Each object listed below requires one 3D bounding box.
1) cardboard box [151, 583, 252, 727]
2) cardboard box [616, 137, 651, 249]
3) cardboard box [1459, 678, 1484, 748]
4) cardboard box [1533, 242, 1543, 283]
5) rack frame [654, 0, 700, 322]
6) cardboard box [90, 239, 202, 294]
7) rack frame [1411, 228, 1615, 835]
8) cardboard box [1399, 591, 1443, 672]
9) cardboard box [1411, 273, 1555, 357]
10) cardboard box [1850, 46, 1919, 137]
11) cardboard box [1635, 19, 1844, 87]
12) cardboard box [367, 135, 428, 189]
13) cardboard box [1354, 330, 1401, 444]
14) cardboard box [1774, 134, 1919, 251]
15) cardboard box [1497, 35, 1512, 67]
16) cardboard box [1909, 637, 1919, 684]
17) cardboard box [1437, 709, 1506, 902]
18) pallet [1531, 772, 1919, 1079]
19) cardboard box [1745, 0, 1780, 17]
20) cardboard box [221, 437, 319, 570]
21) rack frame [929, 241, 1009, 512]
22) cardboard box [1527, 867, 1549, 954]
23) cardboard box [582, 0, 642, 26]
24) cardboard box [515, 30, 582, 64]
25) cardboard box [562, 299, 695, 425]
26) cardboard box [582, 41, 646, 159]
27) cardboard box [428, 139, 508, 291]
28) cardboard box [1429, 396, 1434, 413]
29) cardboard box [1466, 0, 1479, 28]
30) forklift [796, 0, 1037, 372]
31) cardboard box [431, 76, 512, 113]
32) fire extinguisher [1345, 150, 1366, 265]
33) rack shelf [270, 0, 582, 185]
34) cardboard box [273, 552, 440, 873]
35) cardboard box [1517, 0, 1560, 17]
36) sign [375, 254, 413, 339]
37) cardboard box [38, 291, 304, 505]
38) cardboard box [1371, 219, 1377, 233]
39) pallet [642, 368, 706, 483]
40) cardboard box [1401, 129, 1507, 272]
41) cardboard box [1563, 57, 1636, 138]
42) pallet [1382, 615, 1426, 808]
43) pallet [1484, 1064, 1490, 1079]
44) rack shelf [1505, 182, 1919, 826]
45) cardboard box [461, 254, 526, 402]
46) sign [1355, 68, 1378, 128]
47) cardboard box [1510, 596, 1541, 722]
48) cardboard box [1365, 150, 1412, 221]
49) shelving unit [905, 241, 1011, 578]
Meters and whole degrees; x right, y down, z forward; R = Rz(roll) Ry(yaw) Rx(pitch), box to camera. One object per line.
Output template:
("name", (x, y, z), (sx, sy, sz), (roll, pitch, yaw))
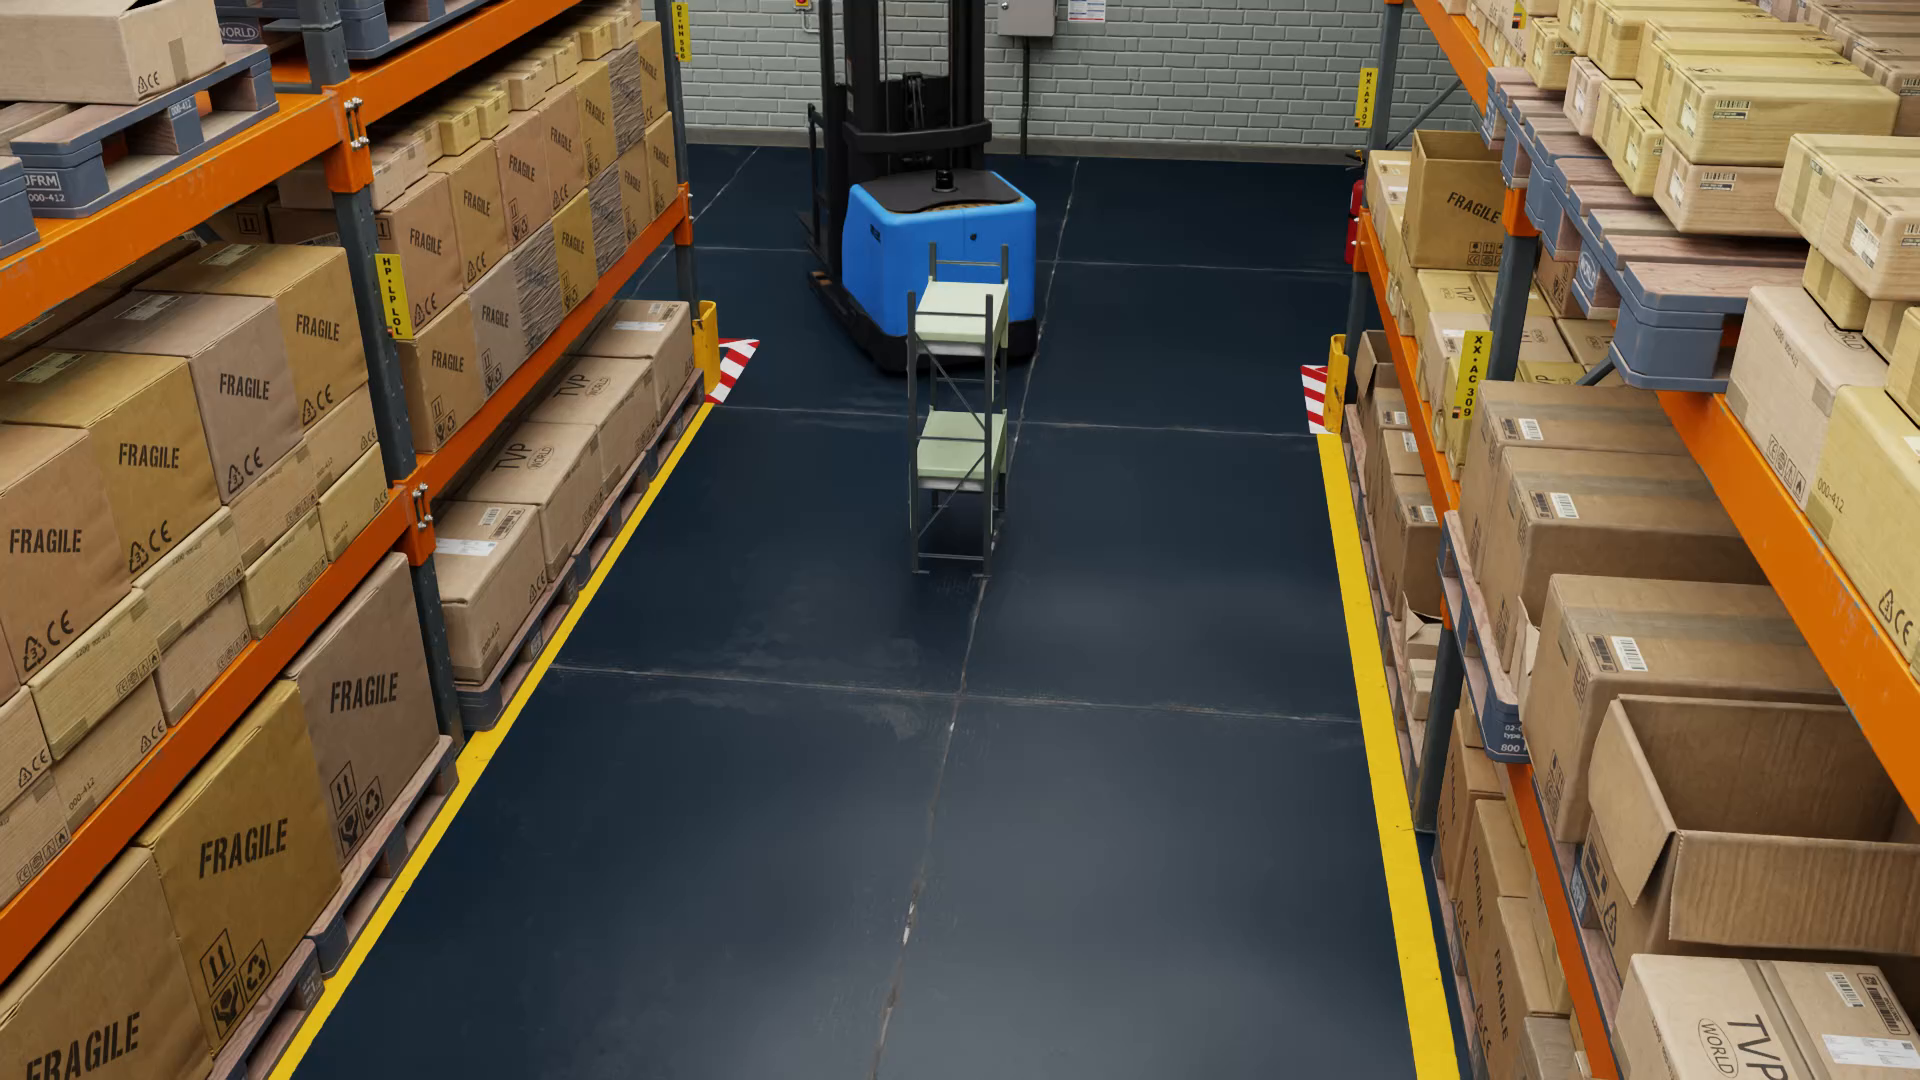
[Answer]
("cardboard box", (-2.569, 0.324, 5.145), (0.500, 0.250, 0.500), (3, 28, 5))
("cardboard box", (-2.003, -1.893, 8.996), (0.500, 0.500, 0.500), (3, 28, 5))
("cardboard box", (1.998, 0.626, 5.934), (0.380, 0.149, 0.250), (5, 29, 9))
("cardboard box", (2.809, -1.152, 7.570), (0.500, 0.250, 0.500), (3, 28, 6))
("rack frame", (-2.130, -2.327, 9.907), (1.000, 3.000, 0.127), (3, 28, 6))
("cardboard box", (-2.960, -0.738, 5.798), (0.500, 0.500, 0.500), (4, 29, 7))
("rack frame", (2.306, -0.157, 5.880), (1.000, 3.000, 0.127), (3, 28, 6))
("cardboard box", (2.127, 0.414, 7.259), (0.396, 0.266, 0.258), (4, 29, 8))
("cardboard box", (2.248, -0.947, 7.190), (0.500, 0.250, 0.500), (3, 28, 6))
("cardboard box", (2.176, -0.974, 3.636), (0.380, 0.149, 0.250), (4, 29, 7))
("cardboard box", (1.821, -1.119, 3.905), (0.380, 0.149, 0.250), (4, 29, 7))
("cardboard box", (-2.309, -1.469, 6.471), (0.380, 0.149, 0.250), (4, 29, 7))
("cardboard box", (2.627, -0.844, 9.343), (0.797, 0.503, 0.637), (2, 28, 4))
("cardboard box", (1.724, -0.625, 3.010), (0.380, 0.149, 0.250), (3, 29, 6))
("cardboard box", (2.090, -1.669, 5.787), (0.380, 0.149, 0.250), (3, 28, 6))
("cardboard box", (1.638, 0.215, 2.183), (0.500, 0.250, 0.500), (2, 28, 5))
("cardboard box", (2.024, 0.973, 5.975), (0.500, 0.500, 0.500), (5, 29, 8))
("pallet", (2.050, 0.894, 4.130), (1.003, 0.211, 1.213), (3, 28, 6))
("cardboard box", (2.376, -1.457, 4.533), (0.380, 0.149, 0.250), (3, 29, 6))
("cardboard box", (-2.487, -0.141, 5.480), (0.500, 0.250, 0.500), (4, 29, 7))
("rack frame", (0.044, -0.829, 8.708), (0.400, 1.500, 0.023), (3, 28, 6))
("cardboard box", (1.933, 1.128, 5.003), (0.380, 0.149, 0.250), (3, 28, 6))
("cardboard box", (-1.975, -2.916, 9.157), (0.380, 0.149, 0.250), (4, 29, 7))
("cardboard box", (-2.105, -2.434, 8.261), (0.380, 0.149, 0.250), (3, 28, 6))
("cardboard box", (-2.112, -1.067, 9.827), (0.875, 0.438, 0.875), (2, 28, 4))
("cardboard box", (-1.988, -2.323, 8.739), (0.500, 0.500, 0.500), (3, 29, 6))
("cardboard box", (-2.254, -1.376, 6.982), (0.500, 0.500, 0.500), (3, 28, 6))
("cardboard box", (2.172, -0.581, 6.931), (0.380, 0.149, 0.250), (4, 29, 8))
("cardboard box", (2.253, -2.153, 6.686), (0.380, 0.149, 0.250), (4, 29, 7))
("forklift", (-0.468, -3.045, 11.311), (1.130, 2.935, 3.031), (-9, 30, -17))
("cardboard box", (-2.217, -1.952, 7.366), (0.380, 0.149, 0.250), (3, 28, 6))
("fire extinguisher", (2.356, -1.938, 9.660), (0.296, 0.674, 0.183), (3, 28, 6))
("rack shelf", (-2.375, -2.389, 7.618), (1.077, 0.370, 4.000), (3, 28, 6))
("cardboard box", (-2.617, 0.603, 6.266), (0.875, 0.875, 0.875), (4, 29, 8))
("cardboard box", (1.835, -1.612, 4.820), (0.380, 0.149, 0.250), (4, 29, 8))
("sign", (-2.081, -0.892, 6.106), (0.100, 0.325, 0.005), (3, 28, 6))
("cardboard box", (-2.482, -0.459, 5.281), (0.500, 0.500, 0.500), (4, 29, 7))
("cardboard box", (2.484, -1.791, 9.177), (0.380, 0.149, 0.250), (3, 28, 6))
("pallet", (-2.151, -0.718, 9.861), (1.003, 0.211, 1.213), (3, 28, 6))
("cardboard box", (2.290, -1.531, 7.484), (0.500, 0.500, 0.500), (4, 29, 7))
("cardboard box", (1.759, -1.120, 4.220), (0.380, 0.149, 0.250), (4, 29, 7))
("pallet", (2.391, 0.747, 7.141), (1.003, 0.211, 1.213), (3, 28, 6))
("pallet", (2.097, 2.031, 4.757), (1.003, 0.211, 1.213), (3, 28, 6))
("rack shelf", (2.061, -0.220, 3.591), (1.077, 0.370, 4.000), (3, 28, 6))
("cardboard box", (-2.237, -0.930, 7.209), (0.500, 0.500, 0.500), (4, 29, 7))
("sign", (2.258, -2.453, 9.228), (0.100, 0.325, 0.005), (3, 28, 6))
("cardboard box", (1.755, 0.348, 4.639), (0.396, 0.266, 0.258), (5, 29, 9))
("cardboard box", (2.474, -1.907, 8.972), (0.500, 0.250, 0.500), (4, 29, 6))
("shelving unit", (-0.001, -0.657, 8.388), (0.431, 1.500, 0.755), (3, 28, 6))
